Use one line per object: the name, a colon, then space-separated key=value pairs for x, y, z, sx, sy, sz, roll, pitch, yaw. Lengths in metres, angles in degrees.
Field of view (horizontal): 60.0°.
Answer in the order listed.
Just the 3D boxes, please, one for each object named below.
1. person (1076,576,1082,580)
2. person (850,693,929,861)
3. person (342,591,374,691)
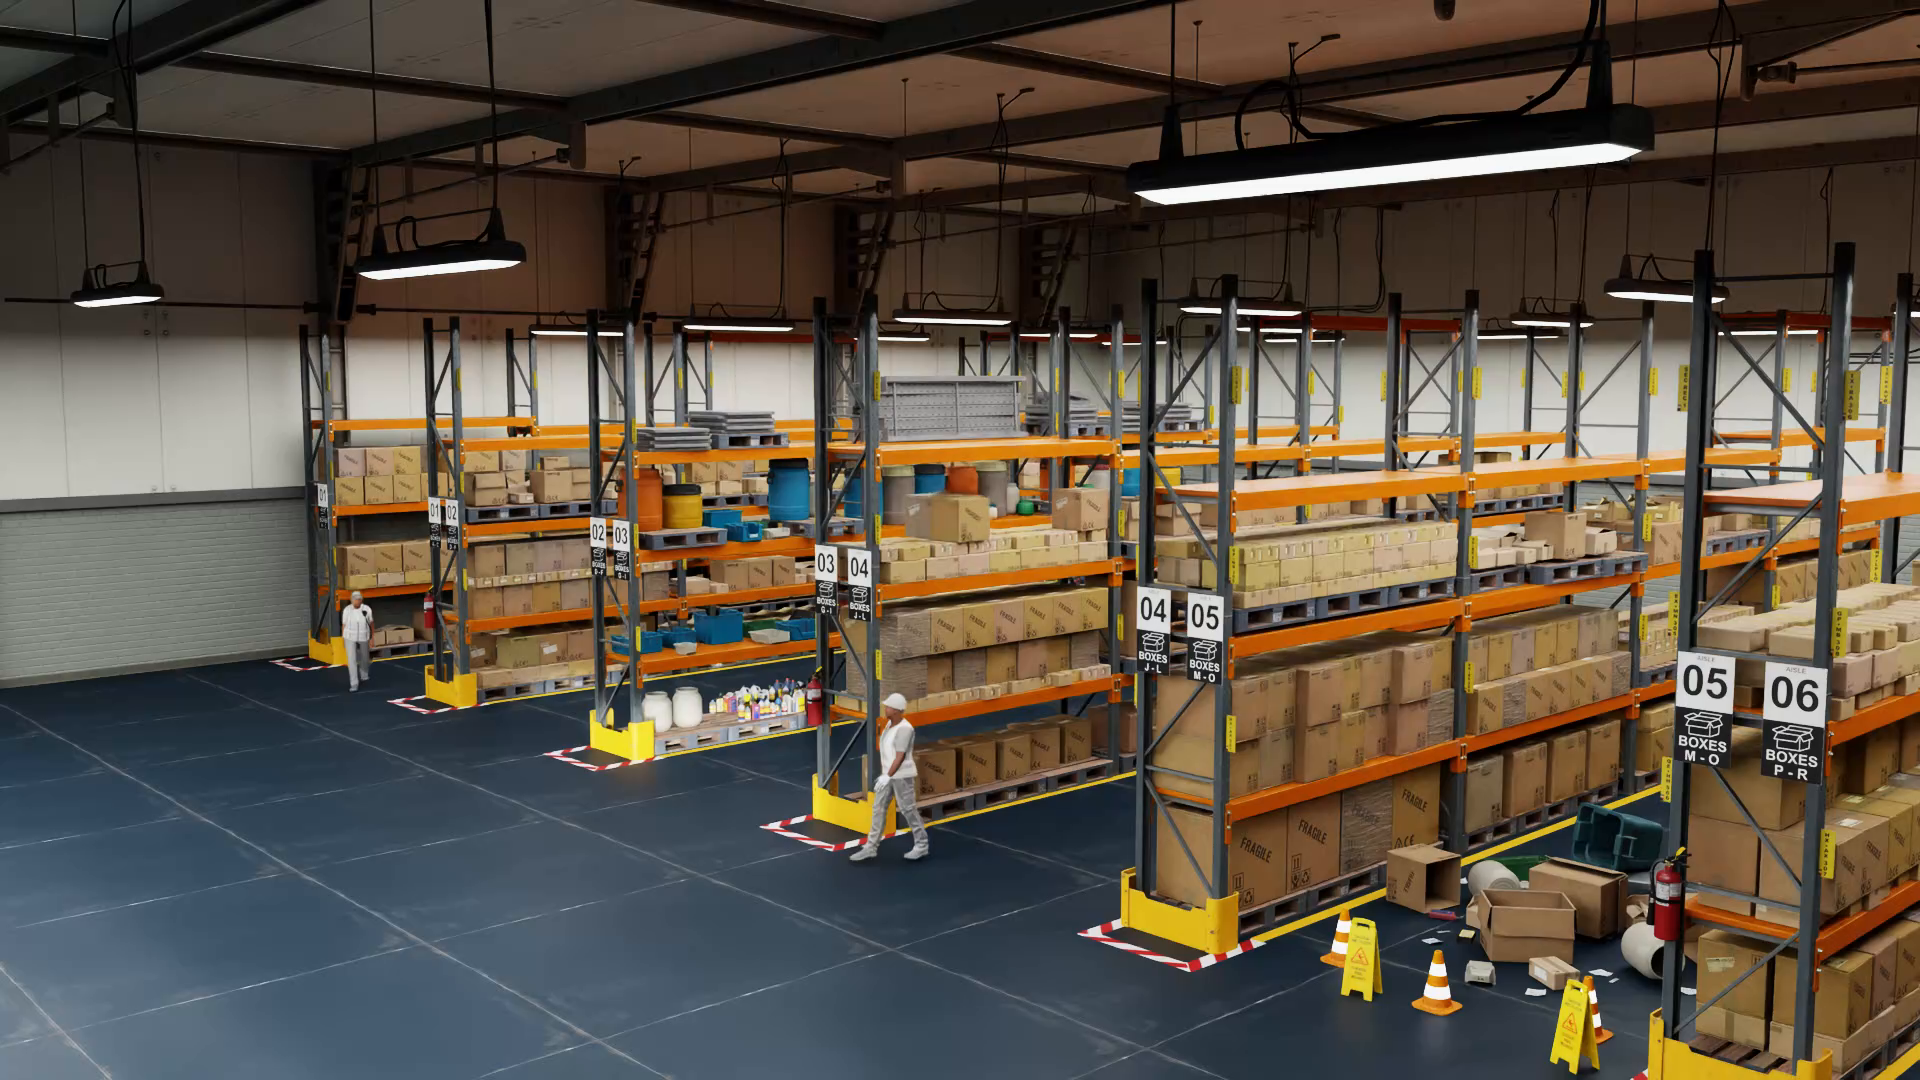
person: x=2.713 y=0.886 z=34.098 sx=0.725 sy=1.682 sz=0.639 roll=-4 pitch=7 yaw=-33
person: x=-0.751 y=2.495 z=17.534 sx=0.841 sy=1.758 sz=0.569 roll=-3 pitch=6 yaw=-24
person: x=-9.844 y=1.612 z=27.214 sx=0.484 sy=1.604 sz=1.019 roll=-2 pitch=6 yaw=-23
